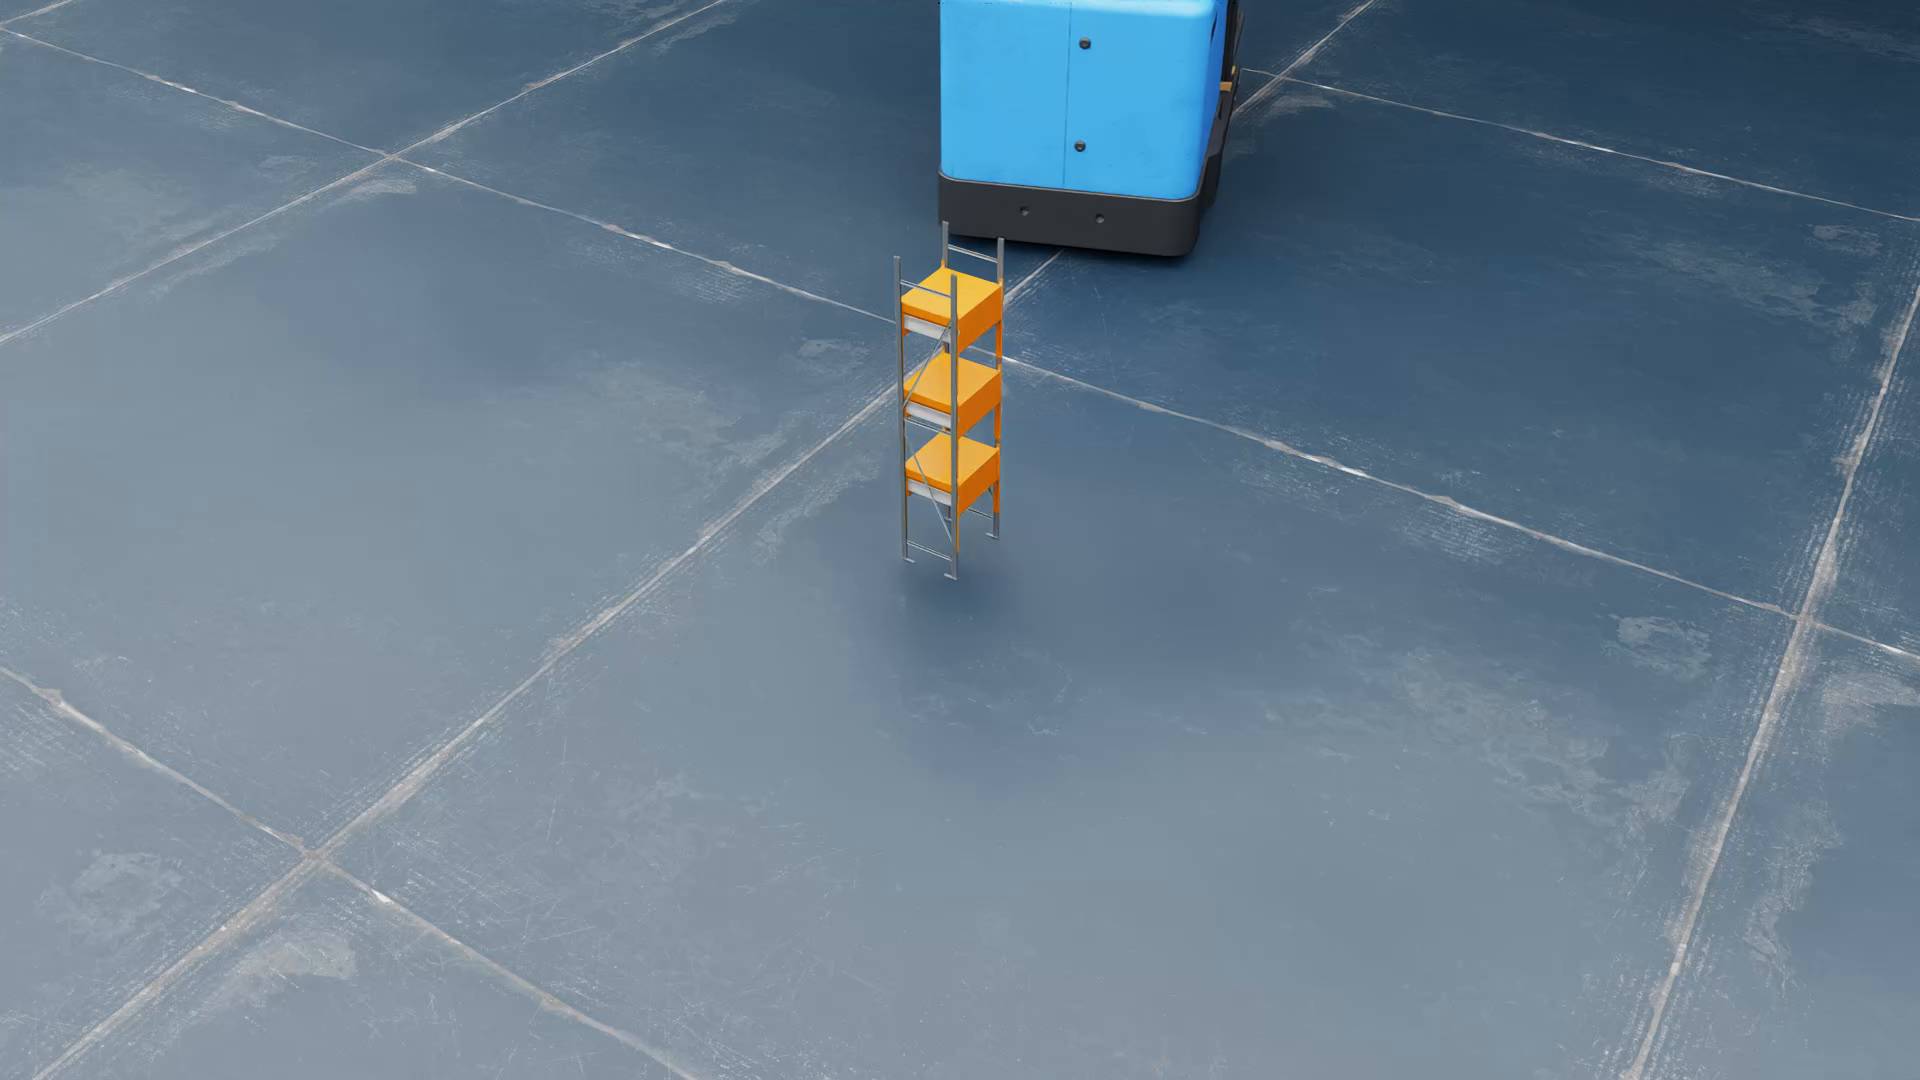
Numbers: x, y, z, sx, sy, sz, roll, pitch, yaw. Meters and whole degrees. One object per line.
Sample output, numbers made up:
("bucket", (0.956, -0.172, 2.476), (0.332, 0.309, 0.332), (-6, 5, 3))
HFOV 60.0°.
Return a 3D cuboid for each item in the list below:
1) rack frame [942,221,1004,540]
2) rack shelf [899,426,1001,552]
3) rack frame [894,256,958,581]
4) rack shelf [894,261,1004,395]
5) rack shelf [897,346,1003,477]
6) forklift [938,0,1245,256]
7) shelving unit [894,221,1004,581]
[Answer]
("rack frame", (0.037, -0.451, 4.975), (0.200, 1.050, 0.008), (21, 42, 25))
("rack shelf", (-0.029, -0.160, 5.070), (0.215, 0.259, 0.240), (21, 42, 25))
("rack frame", (-0.094, -0.325, 4.812), (0.200, 1.050, 0.008), (21, 42, 25))
("rack shelf", (-0.029, -0.605, 4.727), (0.215, 0.259, 0.240), (21, 42, 25))
("rack shelf", (-0.029, -0.380, 4.900), (0.215, 0.259, 0.240), (21, 42, 25))
("forklift", (0.728, -3.187, 6.983), (1.130, 2.935, 3.031), (8, 38, 10))
("shelving unit", (-0.029, -0.388, 4.894), (0.215, 1.050, 0.252), (21, 42, 25))
